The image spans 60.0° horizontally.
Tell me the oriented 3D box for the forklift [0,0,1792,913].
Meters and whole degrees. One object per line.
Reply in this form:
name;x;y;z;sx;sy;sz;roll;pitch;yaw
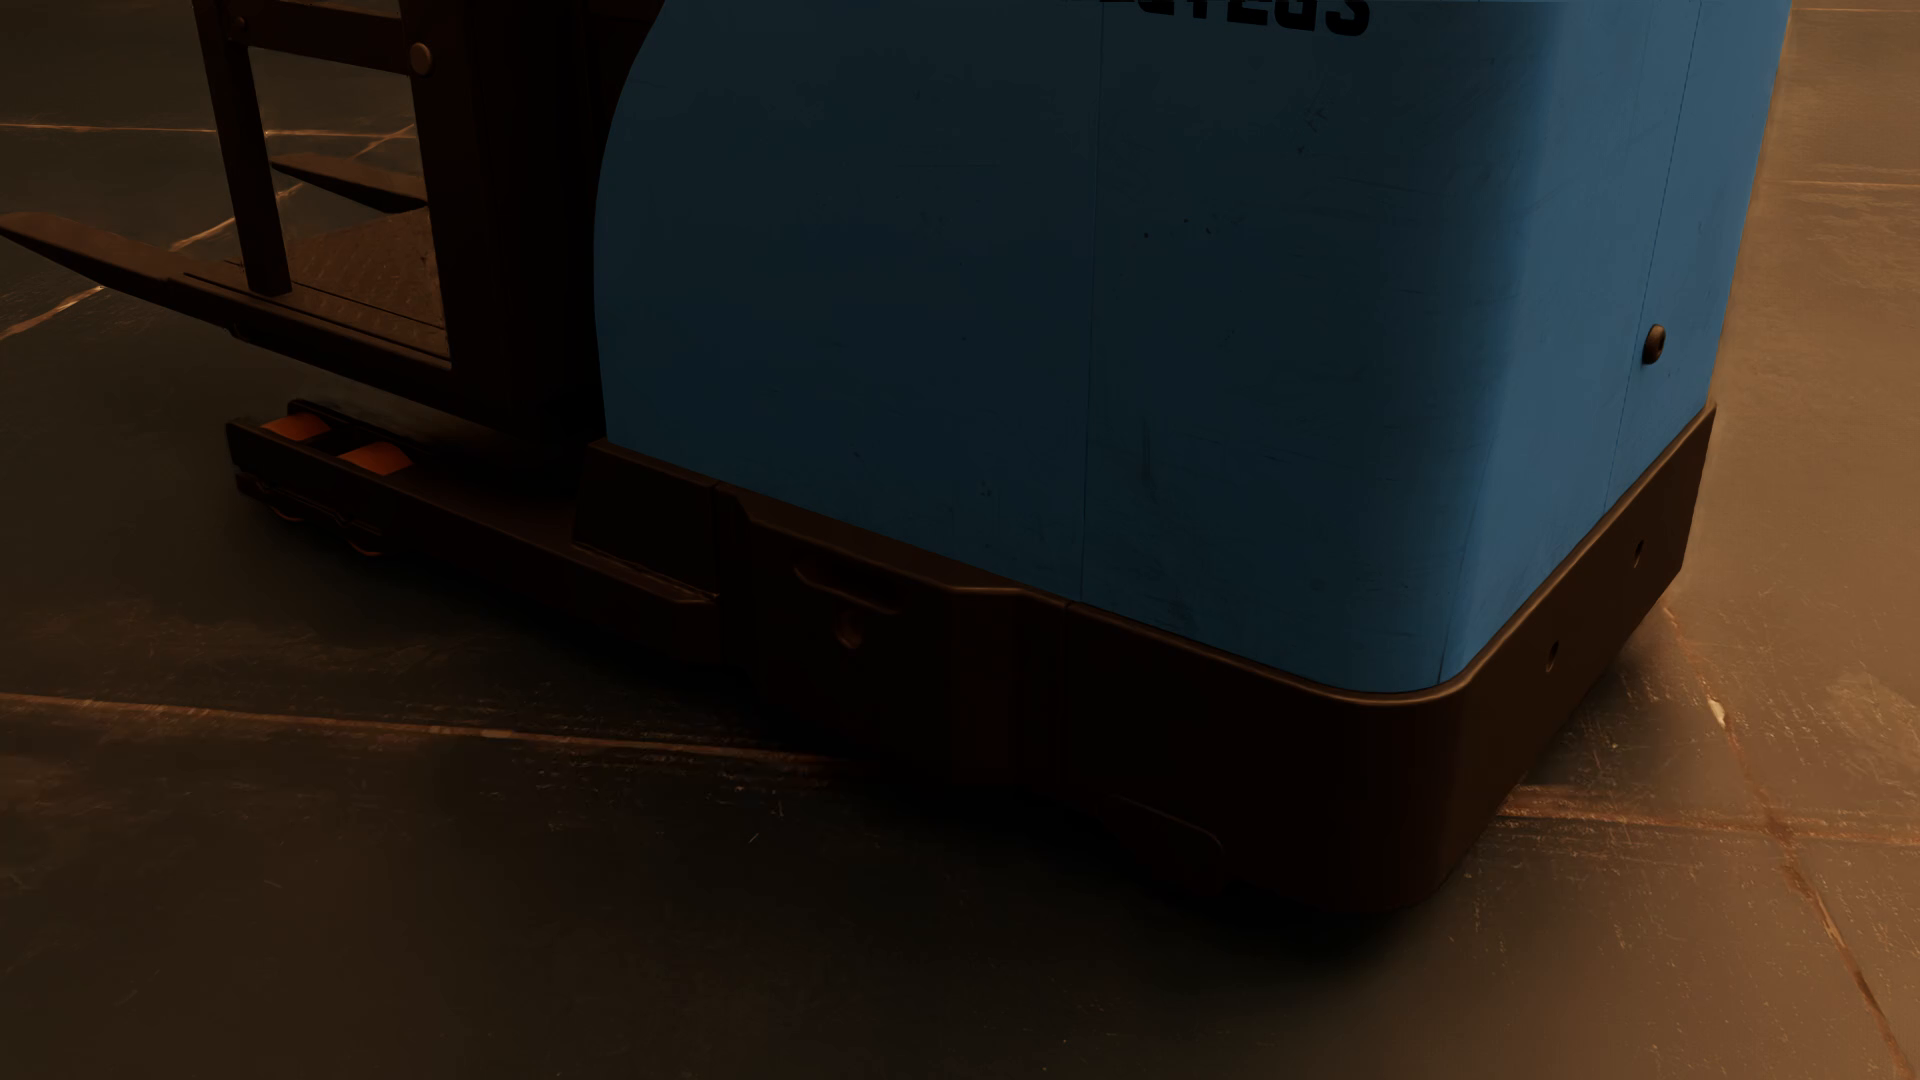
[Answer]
forklift;-0.493;-1.457;2.136;3.031;2.935;1.130;18;32;32
